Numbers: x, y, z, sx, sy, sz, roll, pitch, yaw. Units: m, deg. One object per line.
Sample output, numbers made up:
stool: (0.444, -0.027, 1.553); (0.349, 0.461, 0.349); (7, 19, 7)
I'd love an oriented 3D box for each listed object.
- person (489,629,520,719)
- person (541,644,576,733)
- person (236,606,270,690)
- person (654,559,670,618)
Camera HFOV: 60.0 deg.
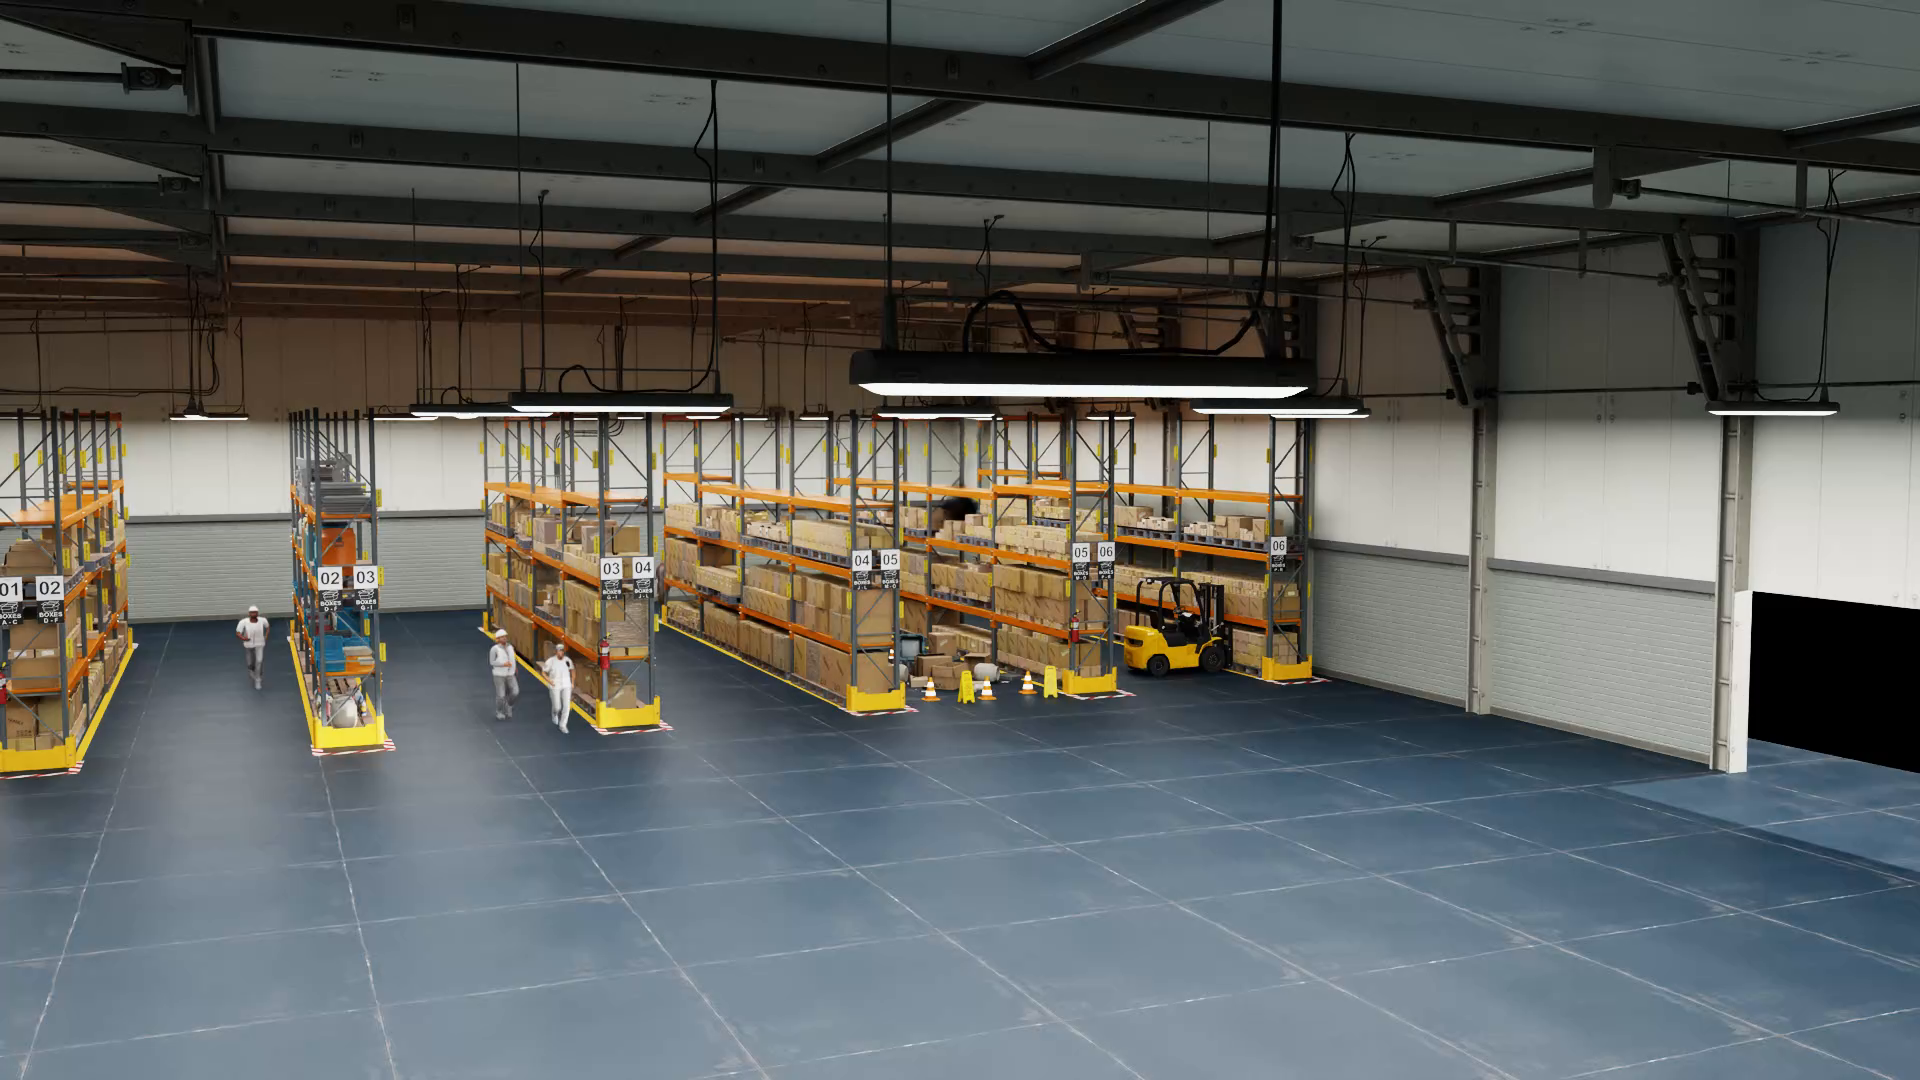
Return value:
person: (-8.766, 2.590, 32.071); (0.635, 1.735, 0.650); (-4, 5, -43)
person: (-7.467, 2.753, 30.998); (0.642, 1.646, 0.587); (-2, 4, -26)
person: (-15.385, 2.316, 36.181); (0.663, 1.772, 1.146); (-1, 4, -19)
person: (-8.740, 1.418, 49.096); (0.719, 1.854, 0.760); (3, 5, 36)
